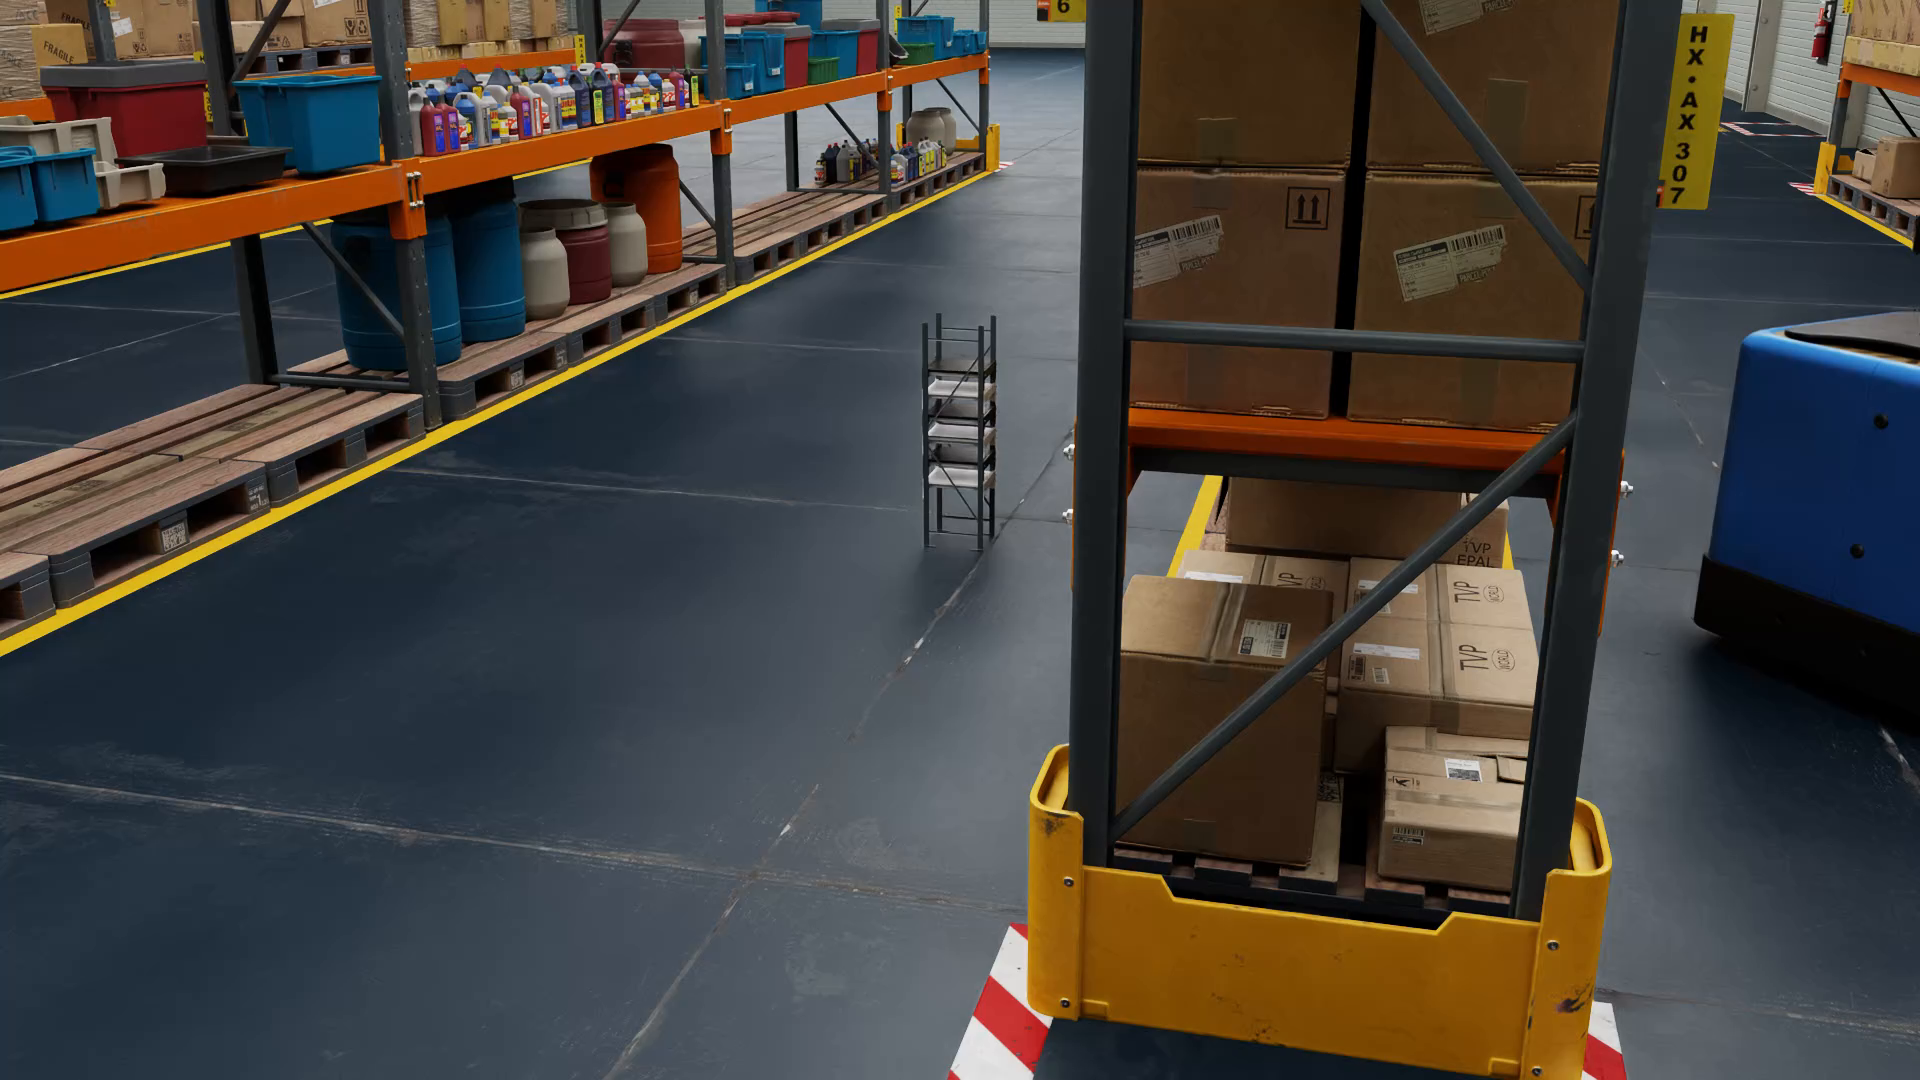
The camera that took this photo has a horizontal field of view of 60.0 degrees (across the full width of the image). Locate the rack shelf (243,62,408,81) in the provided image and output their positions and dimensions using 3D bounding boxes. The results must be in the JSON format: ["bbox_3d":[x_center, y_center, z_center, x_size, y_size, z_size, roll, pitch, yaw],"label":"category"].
[{"bbox_3d":[-6.436,-3.944,14.706,1.077,0.370,4.000,5,19,13],"label":"rack shelf"}]

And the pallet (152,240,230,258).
[{"bbox_3d":[-6.733,-2.583,13.922,1.003,0.211,1.213,5,19,13],"label":"pallet"}]

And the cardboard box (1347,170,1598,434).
[{"bbox_3d":[1.090,-0.532,3.449,0.500,0.500,0.500,5,20,15],"label":"cardboard box"}]

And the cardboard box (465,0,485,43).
[{"bbox_3d":[-5.597,-5.554,17.692,0.875,0.500,0.500,5,19,13],"label":"cardboard box"}]

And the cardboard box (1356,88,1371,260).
[{"bbox_3d":[1.068,-1.212,5.440,0.500,0.500,0.500,5,19,13],"label":"cardboard box"}]

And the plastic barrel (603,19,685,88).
[{"bbox_3d":[-2.303,-3.500,12.083,0.600,0.536,0.708,5,19,13],"label":"plastic barrel"}]

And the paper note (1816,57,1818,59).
[{"bbox_3d":[12.324,-6.989,23.871,0.016,0.148,0.142,5,19,13],"label":"paper note"}]

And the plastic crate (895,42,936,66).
[{"bbox_3d":[-0.540,-4.823,16.494,0.450,0.188,0.662,5,19,13],"label":"plastic crate"}]

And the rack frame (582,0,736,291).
[{"bbox_3d":[-2.122,-3.266,11.609,1.000,3.000,0.127,5,19,13],"label":"rack frame"}]

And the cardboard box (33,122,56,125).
[{"bbox_3d":[-7.114,-2.636,12.402,1.225,0.875,0.875,4,19,11],"label":"cardboard box"}]

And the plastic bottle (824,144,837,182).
[{"bbox_3d":[-1.267,-3.699,16.294,0.144,0.351,0.185,4,19,12],"label":"plastic bottle"}]

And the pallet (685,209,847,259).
[{"bbox_3d":[-1.595,-2.567,13.878,1.003,0.211,1.213,5,19,13],"label":"pallet"}]

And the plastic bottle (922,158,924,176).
[{"bbox_3d":[-0.407,-3.770,16.733,0.097,0.201,0.097,0,19,0],"label":"plastic bottle"}]

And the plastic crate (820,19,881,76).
[{"bbox_3d":[-0.967,-4.374,14.754,0.402,0.464,0.583,5,19,13],"label":"plastic crate"}]

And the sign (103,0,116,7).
[{"bbox_3d":[-6.386,-4.162,12.442,0.100,0.325,0.005,5,19,13],"label":"sign"}]

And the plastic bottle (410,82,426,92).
[{"bbox_3d":[-3.071,-2.418,9.317,0.152,0.276,0.135,5,19,13],"label":"plastic bottle"}]

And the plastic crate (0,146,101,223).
[{"bbox_3d":[-3.302,-1.266,5.920,0.416,0.233,0.300,5,19,13],"label":"plastic crate"}]

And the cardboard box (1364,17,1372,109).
[{"bbox_3d":[0.812,-1.369,4.354,0.500,0.500,0.500,5,20,15],"label":"cardboard box"}]

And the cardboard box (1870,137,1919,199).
[{"bbox_3d":[8.816,-3.402,15.194,0.700,0.500,0.500,3,19,10],"label":"cardboard box"}]

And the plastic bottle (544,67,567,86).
[{"bbox_3d":[-2.654,-2.952,10.882,0.152,0.276,0.135,5,19,13],"label":"plastic bottle"}]

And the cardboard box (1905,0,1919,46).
[{"bbox_3d":[8.527,-4.517,14.313,0.500,0.500,0.500,4,19,12],"label":"cardboard box"}]

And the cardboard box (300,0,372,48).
[{"bbox_3d":[-6.278,-5.156,15.563,1.000,1.000,1.000,5,19,14],"label":"cardboard box"}]

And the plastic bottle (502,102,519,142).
[{"bbox_3d":[-2.425,-2.243,8.922,0.097,0.201,0.097,0,19,0],"label":"plastic bottle"}]

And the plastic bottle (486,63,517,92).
[{"bbox_3d":[-2.743,-2.678,9.965,0.144,0.351,0.185,5,19,13],"label":"plastic bottle"}]

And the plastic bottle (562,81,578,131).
[{"bbox_3d":[-2.255,-2.494,9.548,0.097,0.271,0.097,0,19,0],"label":"plastic bottle"}]

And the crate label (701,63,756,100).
[{"bbox_3d":[-1.656,-3.289,11.936,0.303,0.233,0.416,5,19,13],"label":"crate label"}]

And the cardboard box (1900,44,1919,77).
[{"bbox_3d":[8.521,-4.163,14.435,0.500,0.250,0.500,5,19,13],"label":"cardboard box"}]

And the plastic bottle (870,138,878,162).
[{"bbox_3d":[-0.913,-4.147,17.729,0.097,0.271,0.097,0,19,0],"label":"plastic bottle"}]

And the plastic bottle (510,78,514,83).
[{"bbox_3d":[-2.822,-2.771,10.360,0.097,0.271,0.097,0,19,0],"label":"plastic bottle"}]

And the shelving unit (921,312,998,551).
[{"bbox_3d":[-0.002,-0.423,6.535,0.258,0.900,0.210,5,19,13],"label":"shelving unit"}]

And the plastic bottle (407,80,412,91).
[{"bbox_3d":[-3.007,-2.350,9.002,0.144,0.351,0.185,5,19,13],"label":"plastic bottle"}]

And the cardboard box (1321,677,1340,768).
[{"bbox_3d":[0.806,0.457,4.413,0.380,0.166,0.250,5,19,13],"label":"cardboard box"}]

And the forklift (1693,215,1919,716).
[{"bbox_3d":[4.043,-1.116,5.421,3.031,2.935,1.130,-9,21,-25],"label":"forklift"}]

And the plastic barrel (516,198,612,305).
[{"bbox_3d":[-2.501,-1.815,10.442,0.600,0.588,0.708,5,19,13],"label":"plastic barrel"}]

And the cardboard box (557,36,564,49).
[{"bbox_3d":[-4.902,-5.862,19.598,0.380,0.149,0.250,5,19,13],"label":"cardboard box"}]

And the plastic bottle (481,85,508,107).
[{"bbox_3d":[-2.538,-2.371,9.180,0.152,0.276,0.135,5,19,13],"label":"plastic bottle"}]

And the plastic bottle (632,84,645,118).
[{"bbox_3d":[-2.029,-2.752,10.411,0.097,0.201,0.097,0,19,0],"label":"plastic bottle"}]

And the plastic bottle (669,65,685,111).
[{"bbox_3d":[-1.864,-2.978,10.946,0.061,0.283,0.133,5,19,13],"label":"plastic bottle"}]

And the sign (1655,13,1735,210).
[{"bbox_3d":[1.252,-0.733,2.854,0.100,0.325,0.005,5,19,13],"label":"sign"}]

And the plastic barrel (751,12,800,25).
[{"bbox_3d":[-1.591,-4.302,14.431,0.433,0.535,0.433,0,19,0],"label":"plastic barrel"}]

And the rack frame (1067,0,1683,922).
[{"bbox_3d":[0.725,-0.366,3.119,1.000,3.000,0.127,5,19,13],"label":"rack frame"}]

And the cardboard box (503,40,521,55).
[{"bbox_3d":[-5.105,-5.462,18.426,0.380,0.149,0.250,5,19,13],"label":"cardboard box"}]

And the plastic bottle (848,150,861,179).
[{"bbox_3d":[-1.070,-3.720,16.471,0.152,0.276,0.135,5,19,13],"label":"plastic bottle"}]

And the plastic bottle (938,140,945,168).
[{"bbox_3d":[-0.202,-4.048,17.420,0.061,0.283,0.133,5,20,15],"label":"plastic bottle"}]

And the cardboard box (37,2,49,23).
[{"bbox_3d":[-10.542,-5.696,18.492,0.875,0.550,0.550,5,19,13],"label":"cardboard box"}]

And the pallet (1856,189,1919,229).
[{"bbox_3d":[8.888,-3.015,15.187,1.003,0.211,1.213,5,19,13],"label":"pallet"}]

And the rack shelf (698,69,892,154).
[{"bbox_3d":[-1.634,-3.553,13.561,1.077,0.370,4.000,5,19,13],"label":"rack shelf"}]

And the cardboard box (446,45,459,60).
[{"bbox_3d":[-5.444,-5.073,17.287,0.380,0.149,0.250,5,19,13],"label":"cardboard box"}]

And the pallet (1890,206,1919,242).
[{"bbox_3d":[8.592,-2.631,14.064,1.003,0.211,1.213,5,19,13],"label":"pallet"}]

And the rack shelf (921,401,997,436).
[{"bbox_3d":[-0.002,-0.477,6.516,0.258,0.077,0.200,5,19,13],"label":"rack shelf"}]

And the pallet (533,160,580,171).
[{"bbox_3d":[-5.222,-4.570,19.739,1.003,0.211,1.213,5,19,13],"label":"pallet"}]

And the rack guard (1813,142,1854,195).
[{"bbox_3d":[9.421,-3.784,16.994,1.175,0.500,0.348,5,19,13],"label":"rack guard"}]

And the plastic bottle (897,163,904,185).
[{"bbox_3d":[-0.592,-3.533,16.039,0.097,0.201,0.097,0,19,0],"label":"plastic bottle"}]

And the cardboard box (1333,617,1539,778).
[{"bbox_3d":[1.256,0.422,4.385,0.500,0.250,0.500,5,19,13],"label":"cardboard box"}]

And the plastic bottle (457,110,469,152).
[{"bbox_3d":[-2.553,-2.079,8.441,0.097,0.201,0.097,0,19,0],"label":"plastic bottle"}]
